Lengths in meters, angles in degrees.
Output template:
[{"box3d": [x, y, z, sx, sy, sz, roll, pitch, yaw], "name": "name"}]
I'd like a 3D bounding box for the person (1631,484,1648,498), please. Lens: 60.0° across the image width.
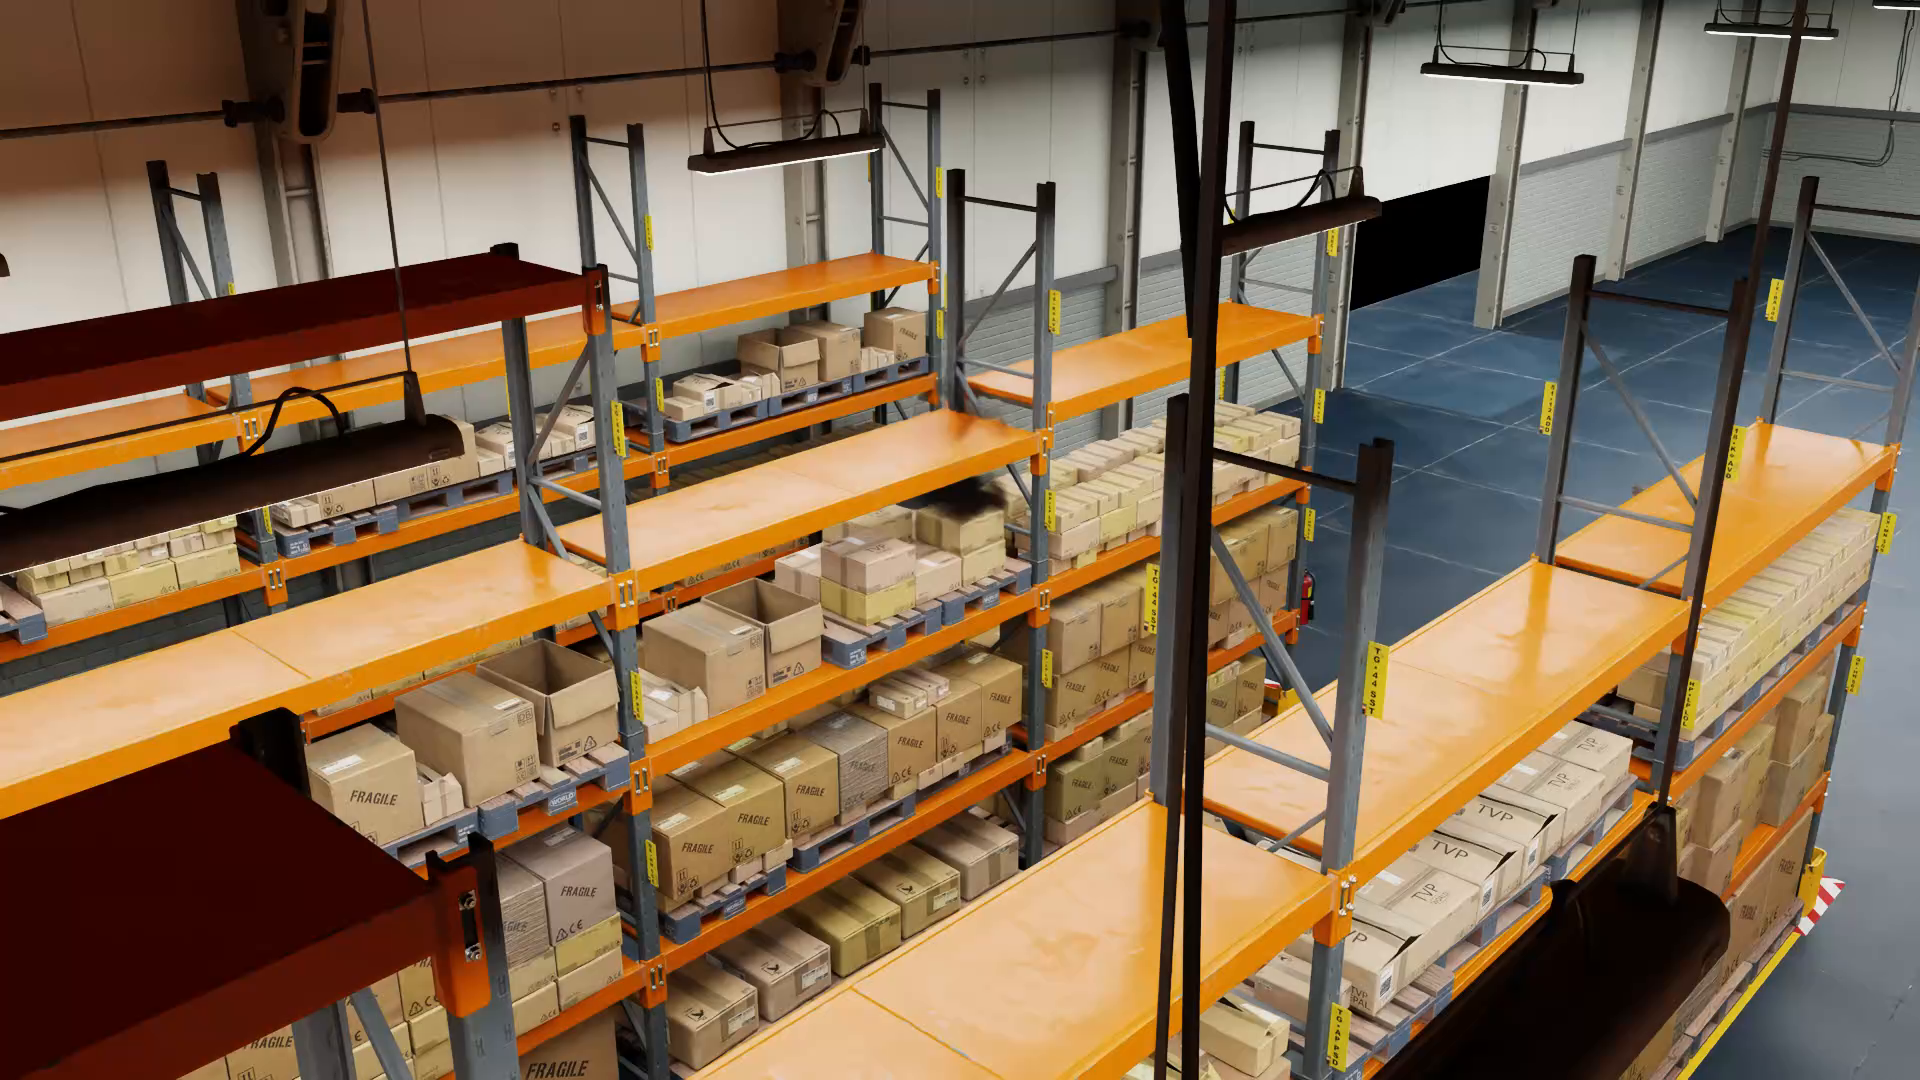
[{"box3d": [7.823, 0.149, 19.347, 0.667, 1.666, 0.633, 1, 21, 2], "name": "person"}]
